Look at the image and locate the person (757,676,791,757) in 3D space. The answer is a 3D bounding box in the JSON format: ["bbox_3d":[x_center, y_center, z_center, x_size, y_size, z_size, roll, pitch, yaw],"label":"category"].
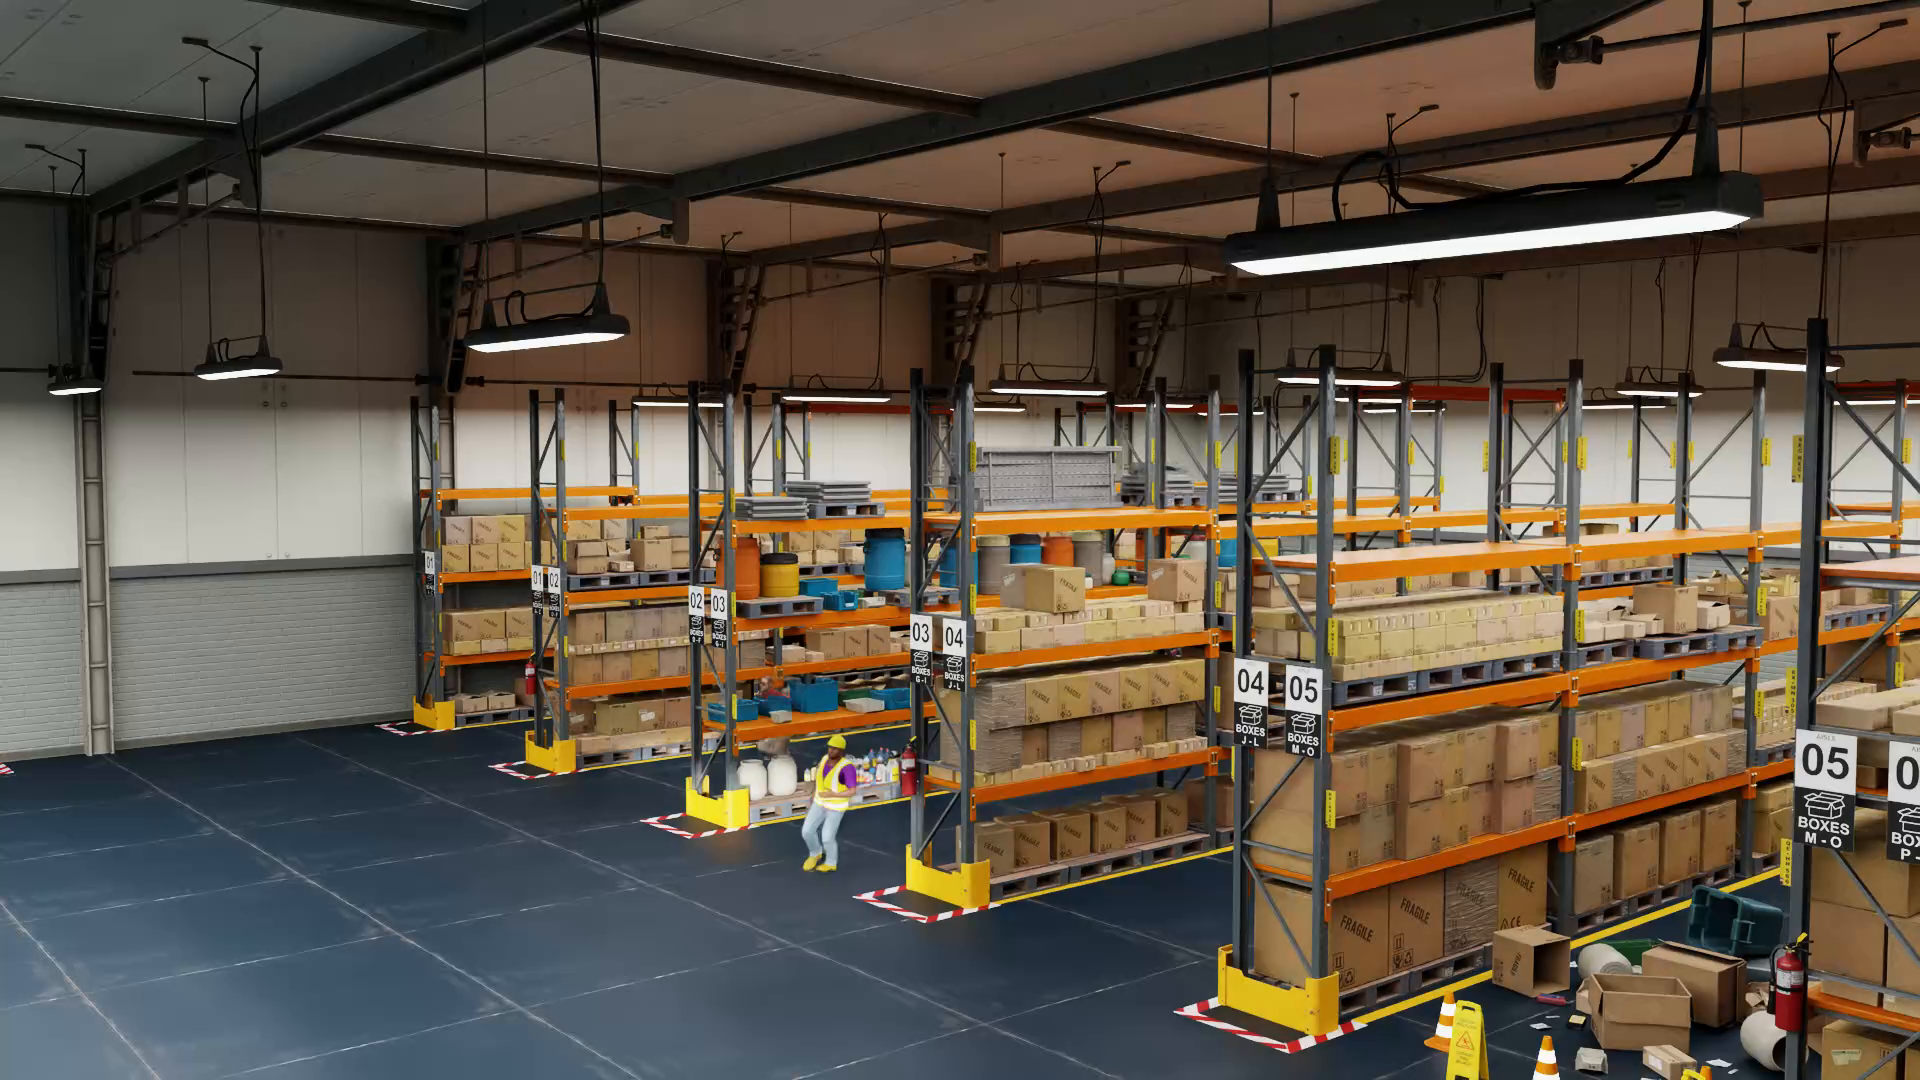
[{"bbox_3d":[-2.829,2.864,25.130,0.648,1.649,0.745,3,5,45],"label":"person"}]

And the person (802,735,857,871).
[{"bbox_3d":[-1.529,3.141,19.712,0.723,1.686,0.657,2,4,32],"label":"person"}]
